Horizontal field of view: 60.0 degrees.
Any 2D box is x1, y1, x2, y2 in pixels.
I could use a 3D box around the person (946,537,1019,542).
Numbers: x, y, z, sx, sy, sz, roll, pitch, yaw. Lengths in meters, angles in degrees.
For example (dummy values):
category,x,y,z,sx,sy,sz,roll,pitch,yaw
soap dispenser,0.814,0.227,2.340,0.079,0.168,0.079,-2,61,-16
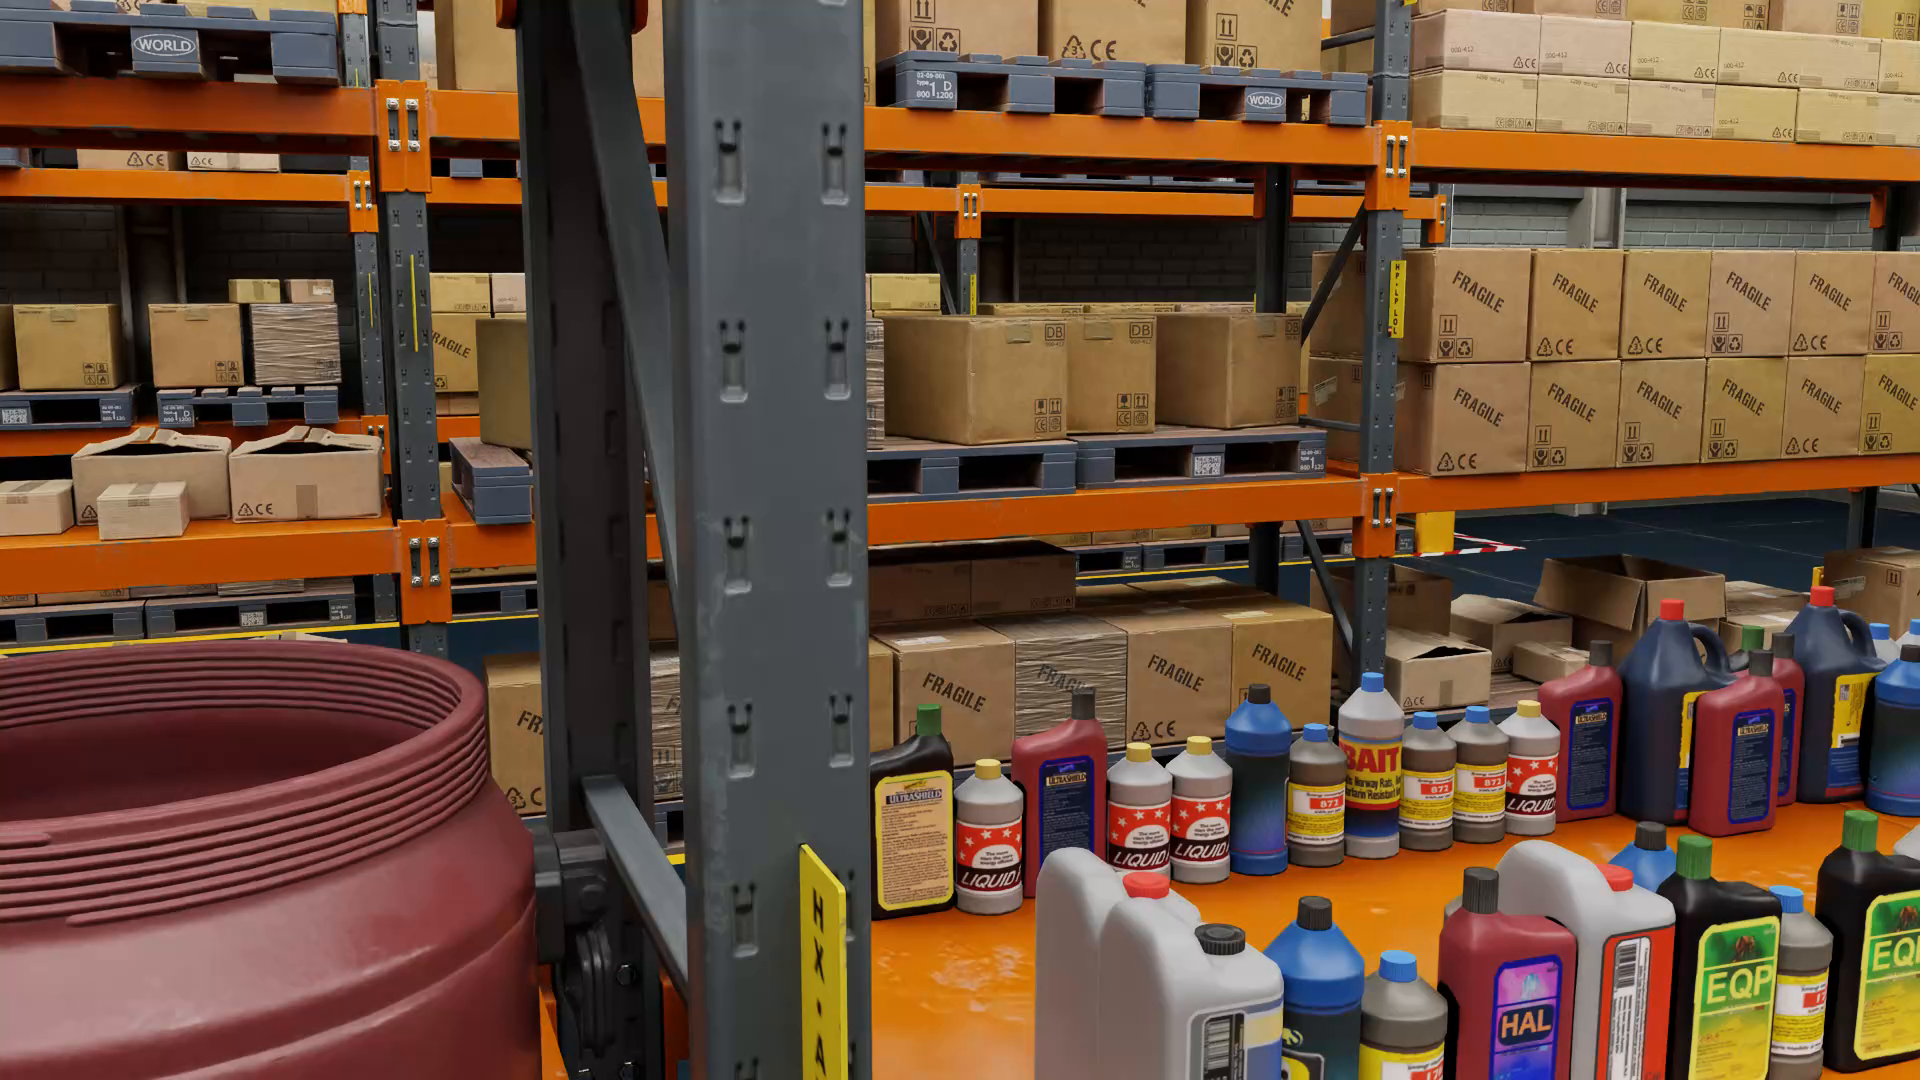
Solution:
category,x,y,z,sx,sy,sz,roll,pitch,yaw
person,0.119,-0.184,9.567,0.547,1.733,0.397,-4,10,-22
